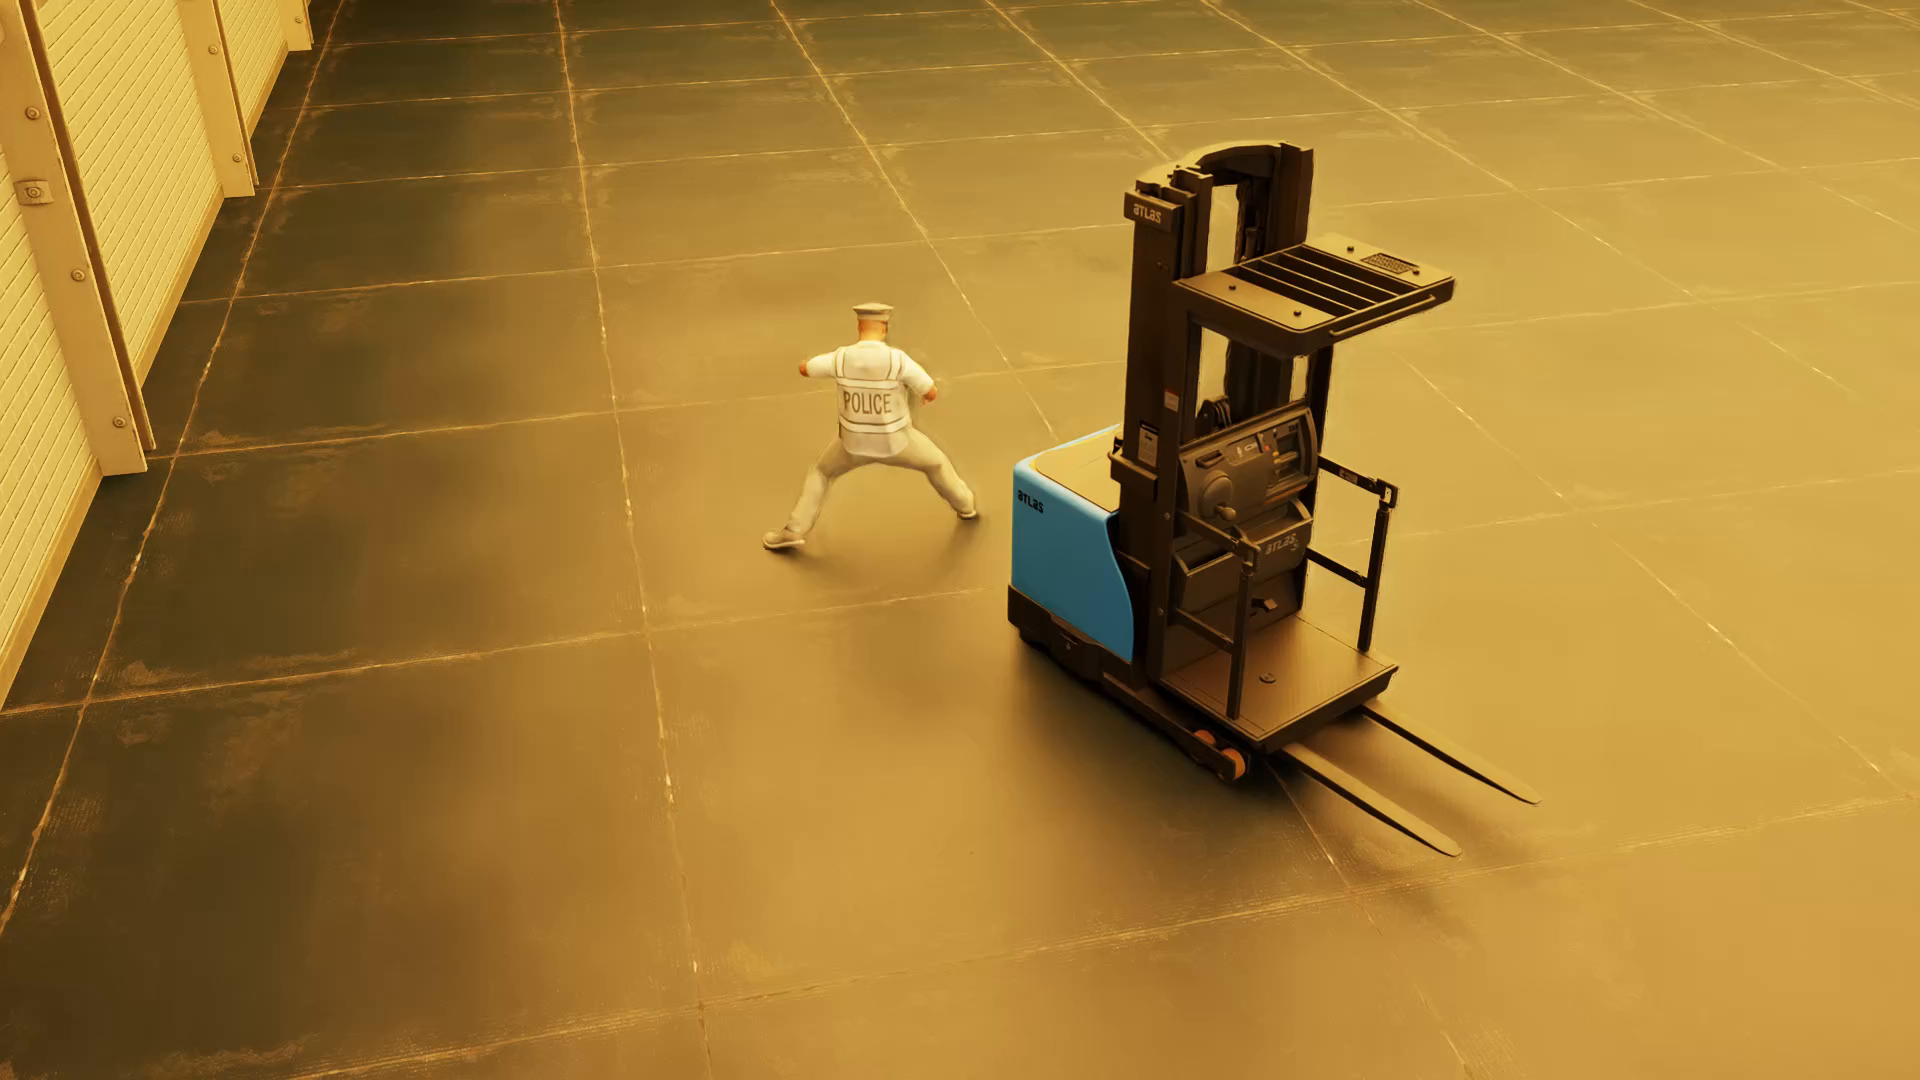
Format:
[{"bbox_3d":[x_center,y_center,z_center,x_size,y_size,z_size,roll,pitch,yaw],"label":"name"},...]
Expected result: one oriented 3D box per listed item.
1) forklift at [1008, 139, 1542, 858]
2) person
[{"bbox_3d":[1.578,-0.333,8.149,1.130,2.935,3.031,-21,36,-32],"label":"forklift"},{"bbox_3d":[-0.558,-0.756,10.264,1.265,1.565,0.942,4,30,8],"label":"person"}]
